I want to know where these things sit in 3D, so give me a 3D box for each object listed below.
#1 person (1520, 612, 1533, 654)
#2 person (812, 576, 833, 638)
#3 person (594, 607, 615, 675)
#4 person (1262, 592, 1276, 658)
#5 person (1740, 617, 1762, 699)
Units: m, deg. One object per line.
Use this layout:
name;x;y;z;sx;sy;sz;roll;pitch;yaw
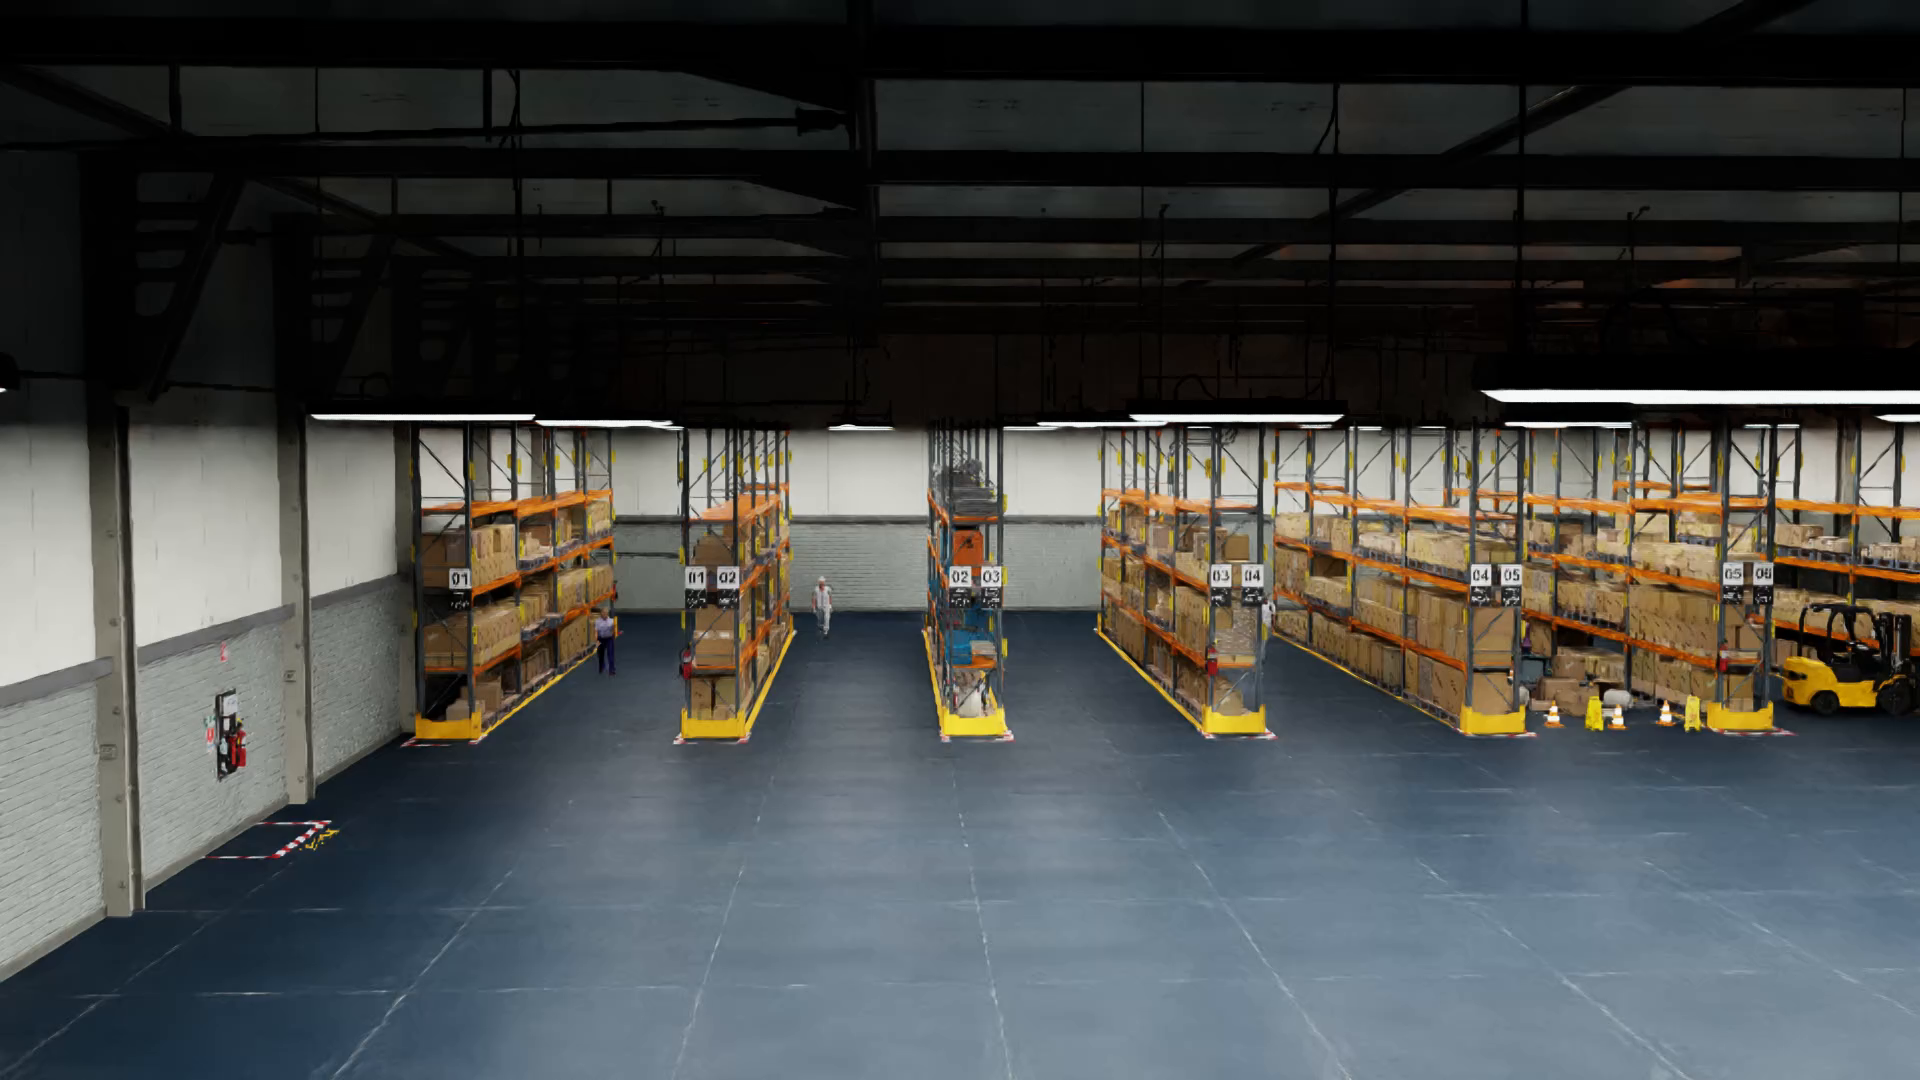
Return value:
person;12.851;2.439;37.929;0.522;1.591;0.523;2;4;26
person;-3.825;1.846;46.120;0.553;1.709;1.123;0;4;0
person;-8.356;2.373;39.097;0.478;1.562;0.999;-1;4;-11
person;7.713;2.122;42.025;0.541;1.672;1.116;0;4;-4
person;17.000;2.505;35.748;0.462;1.718;0.598;-2;4;-26
